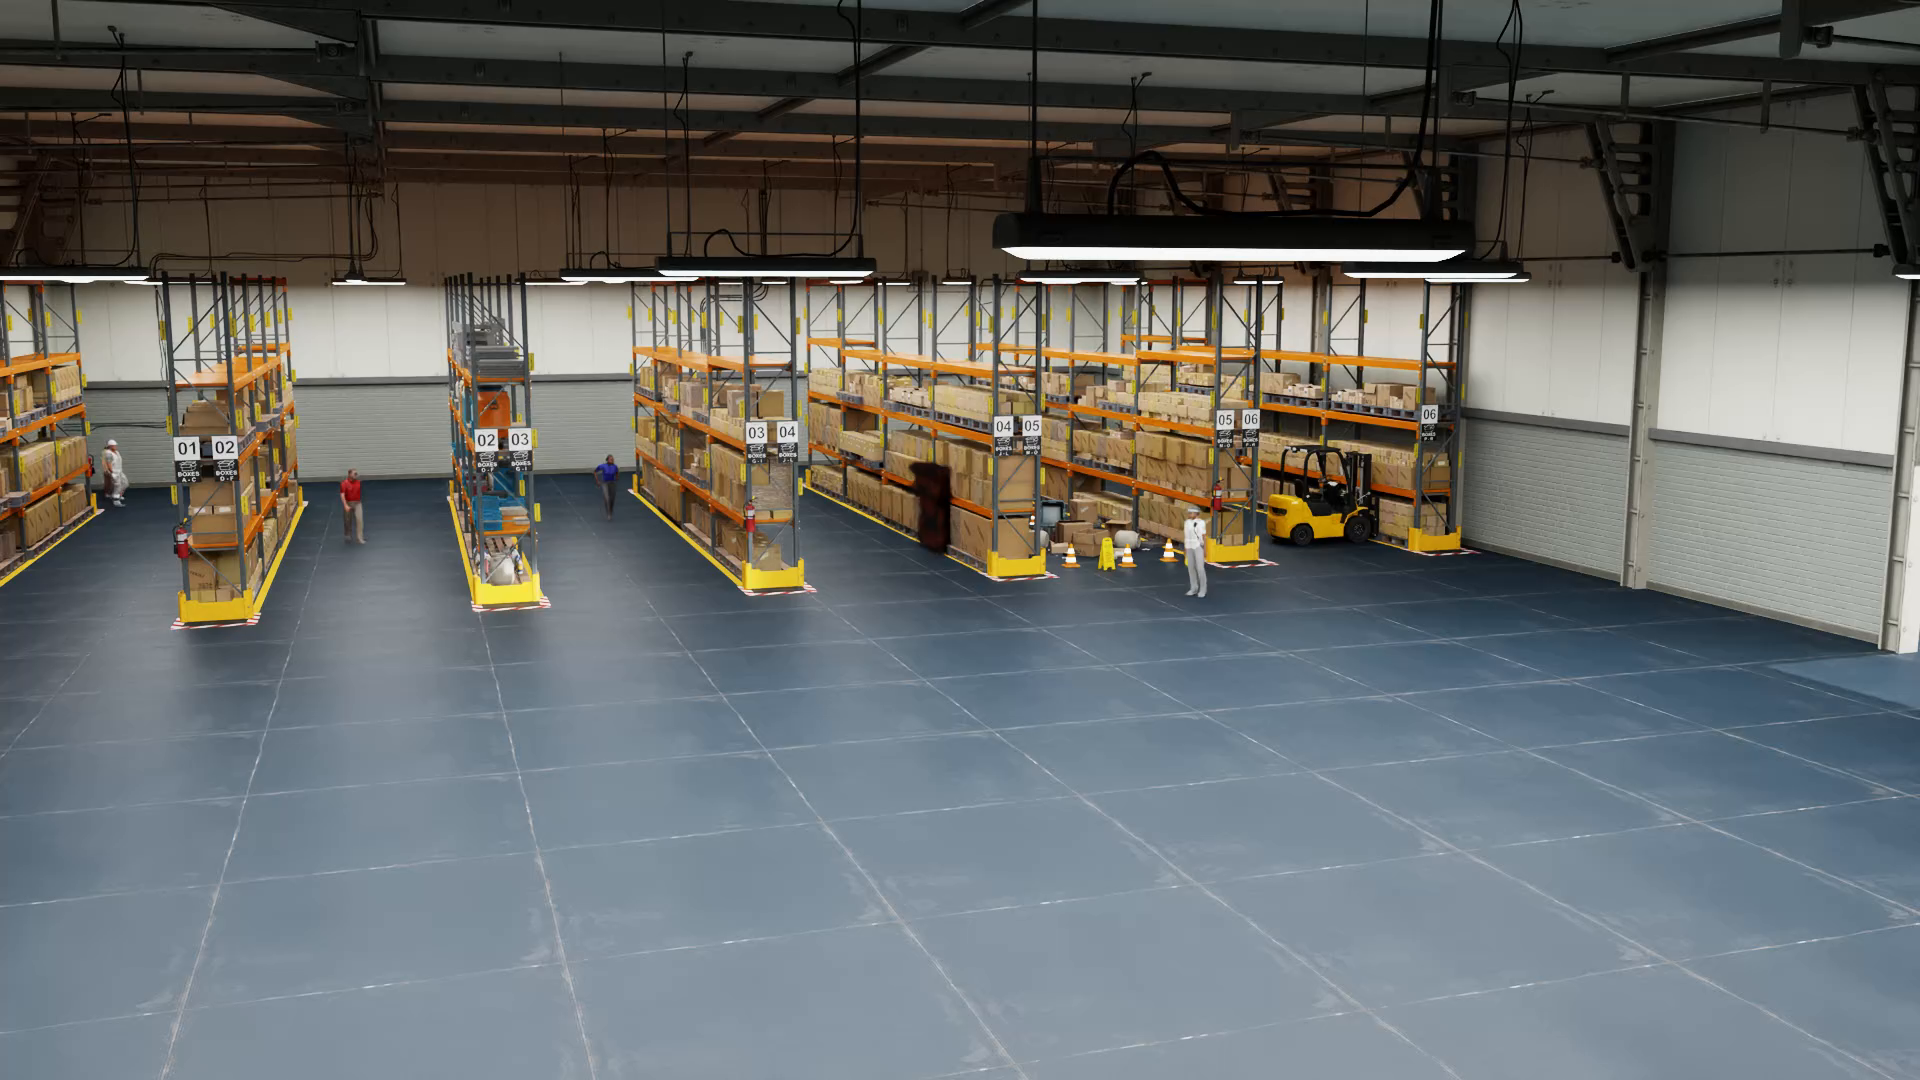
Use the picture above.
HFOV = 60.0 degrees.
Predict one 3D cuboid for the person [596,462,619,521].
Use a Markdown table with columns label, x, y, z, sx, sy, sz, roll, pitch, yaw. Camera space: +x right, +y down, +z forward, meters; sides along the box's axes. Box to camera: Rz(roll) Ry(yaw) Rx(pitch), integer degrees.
| label | x | y | z | sx | sy | sz | roll | pitch | yaw |
| --- | --- | --- | --- | --- | --- | --- | --- | --- | --- |
| person | -8.733 | -1.236 | 41.287 | 0.572 | 1.420 | 1.028 | -3 | 9 | -18 |

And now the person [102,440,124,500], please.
| label | x | y | z | sx | sy | sz | roll | pitch | yaw |
| --- | --- | --- | --- | --- | --- | --- | --- | --- | --- |
| person | -23.059 | -1.891 | 45.106 | 0.408 | 1.625 | 1.023 | -7 | 11 | -40 |

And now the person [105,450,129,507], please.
| label | x | y | z | sx | sy | sz | roll | pitch | yaw |
| --- | --- | --- | --- | --- | --- | --- | --- | --- | --- |
| person | -22.151 | -1.617 | 43.644 | 0.503 | 1.502 | 0.580 | -1 | 9 | -4 |

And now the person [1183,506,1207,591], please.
| label | x | y | z | sx | sy | sz | roll | pitch | yaw |
| --- | --- | --- | --- | --- | --- | --- | --- | --- | --- |
| person | 4.413 | 0.151 | 31.250 | 0.496 | 1.616 | 0.312 | 7 | 11 | 40 |
